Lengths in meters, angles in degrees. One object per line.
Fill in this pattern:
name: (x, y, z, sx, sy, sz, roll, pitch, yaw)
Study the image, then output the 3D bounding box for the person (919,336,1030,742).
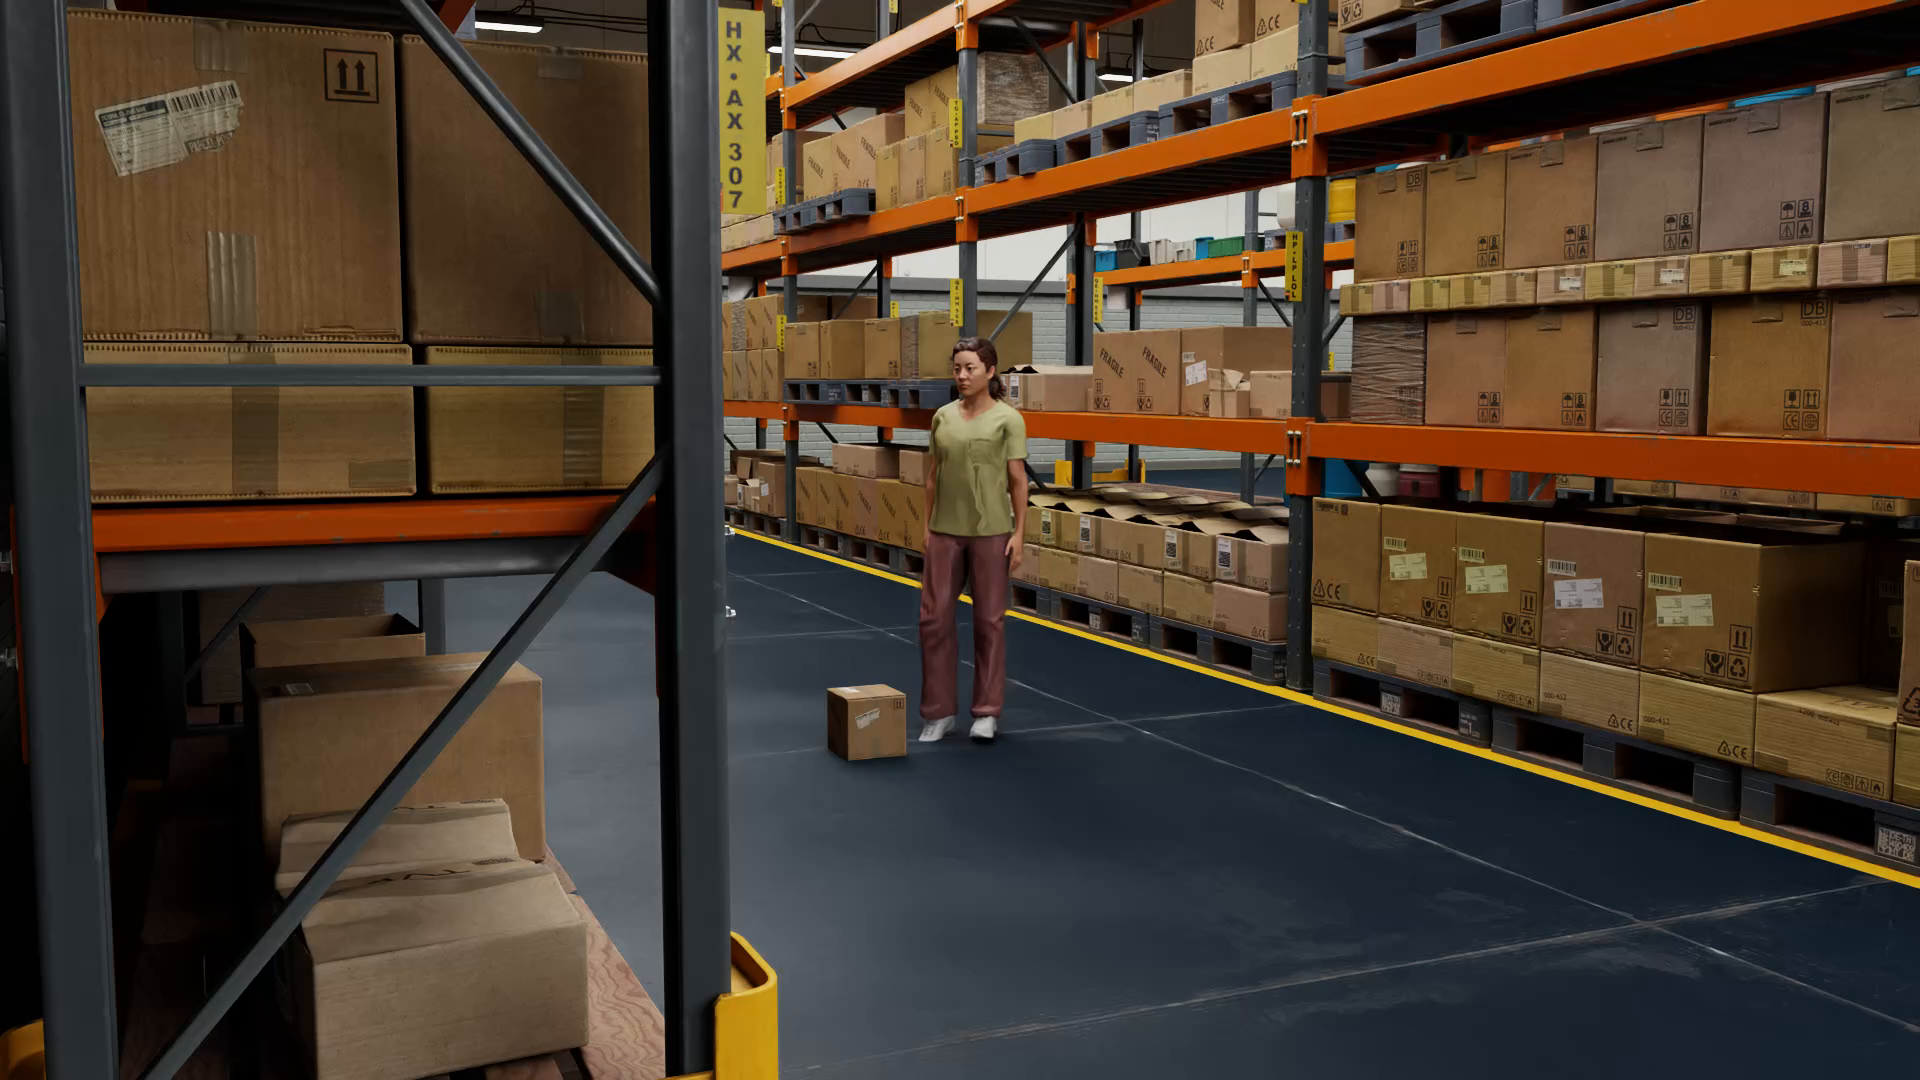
person: (0.052, 0.025, 6.969, 0.458, 1.748, 0.417, 2, 6, 20)
